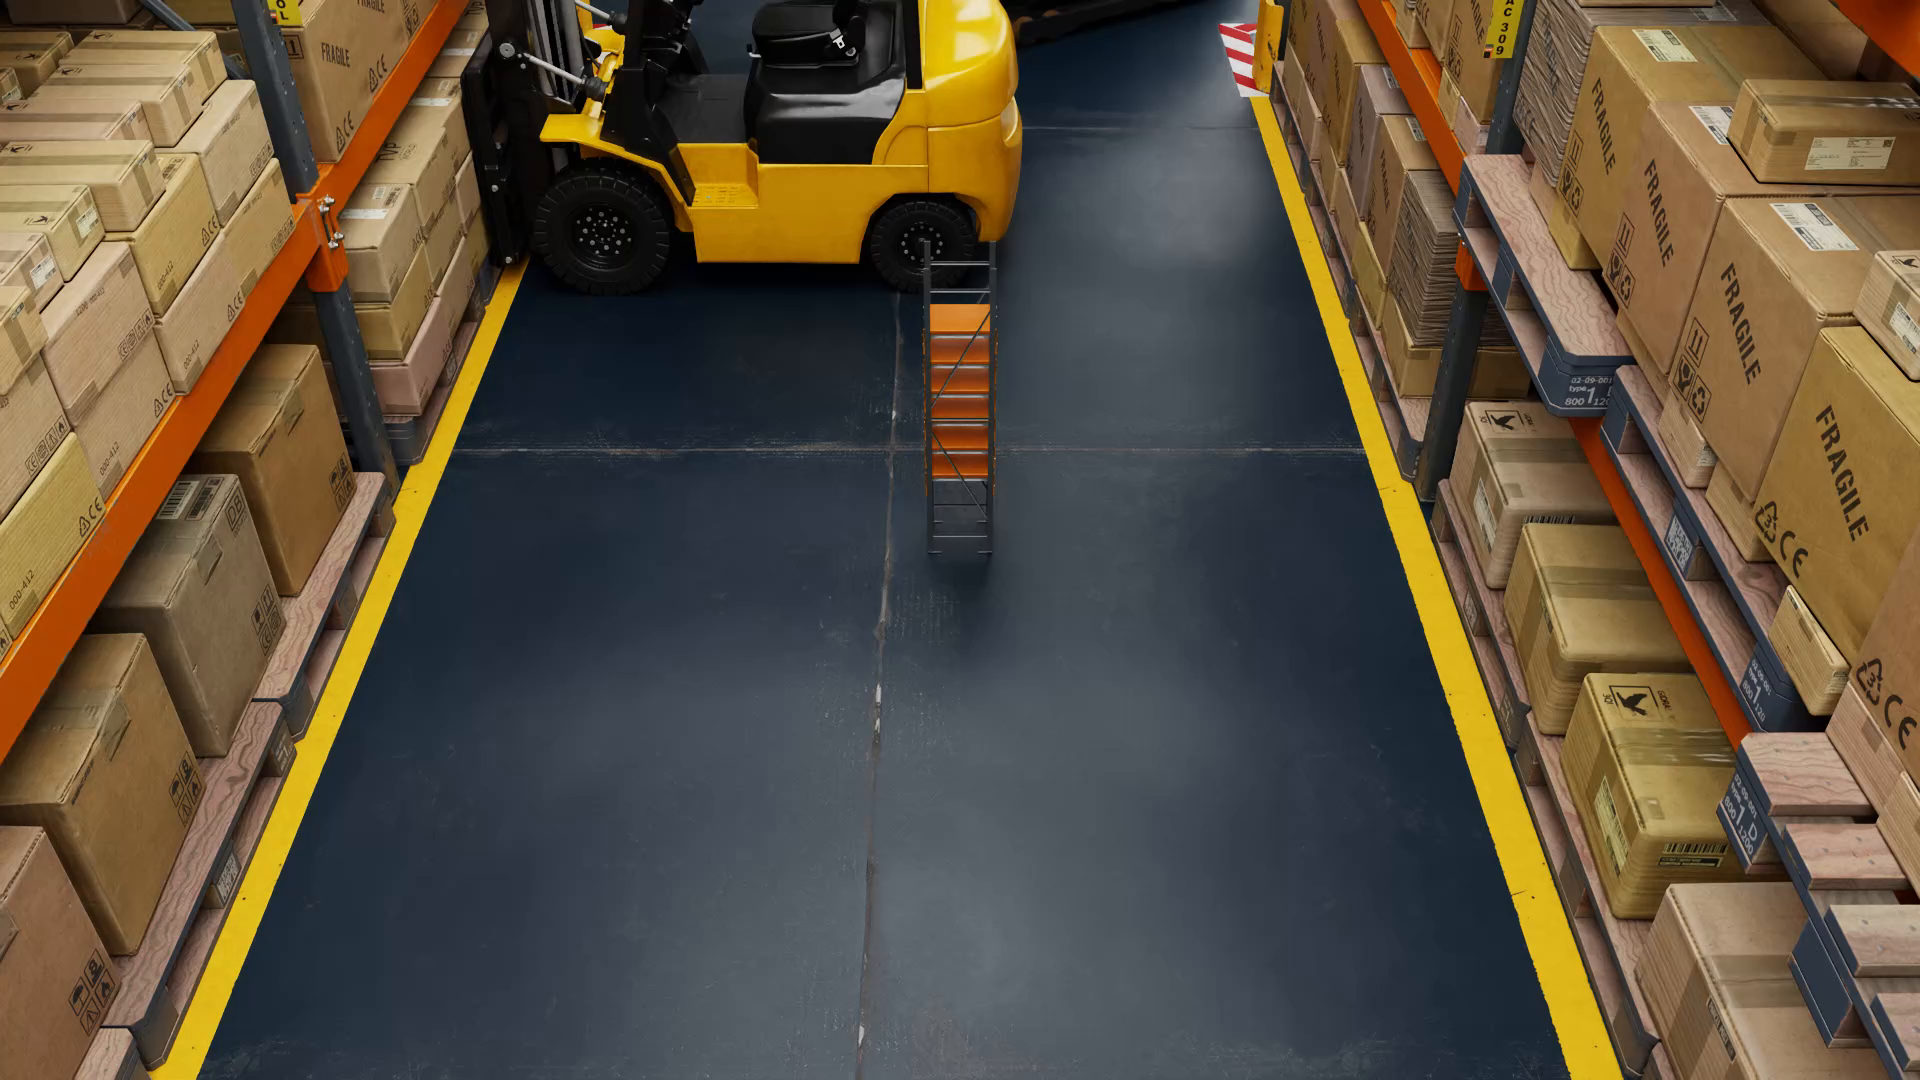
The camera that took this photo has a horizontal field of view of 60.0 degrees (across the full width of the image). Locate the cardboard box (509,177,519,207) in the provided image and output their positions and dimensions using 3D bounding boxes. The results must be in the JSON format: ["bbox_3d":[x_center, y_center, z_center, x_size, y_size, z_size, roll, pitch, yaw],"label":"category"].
[{"bbox_3d":[-2.369,-1.693,7.826,0.500,0.250,0.500,1,39,1],"label":"cardboard box"}]

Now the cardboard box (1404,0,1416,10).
[{"bbox_3d":[2.015,-2.427,6.563,0.500,0.500,0.500,1,39,1],"label":"cardboard box"}]

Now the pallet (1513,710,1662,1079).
[{"bbox_3d":[2.283,0.992,4.844,1.003,0.211,1.213,0,39,0],"label":"pallet"}]

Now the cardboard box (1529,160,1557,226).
[{"bbox_3d":[1.961,-1.068,5.050,0.380,0.149,0.250,0,39,1],"label":"cardboard box"}]

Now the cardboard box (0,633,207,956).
[{"bbox_3d":[-2.679,0.702,4.538,0.875,0.625,0.625,-2,39,-2],"label":"cardboard box"}]

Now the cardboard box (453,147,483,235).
[{"bbox_3d":[-2.370,-1.560,7.262,0.500,0.250,0.500,0,39,0],"label":"cardboard box"}]

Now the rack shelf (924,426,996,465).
[{"bbox_3d":[0.000,-0.349,5.989,0.258,0.103,0.180,0,39,0],"label":"rack shelf"}]

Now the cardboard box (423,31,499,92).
[{"bbox_3d":[-2.369,-2.085,7.517,0.500,0.250,0.500,-1,39,-1],"label":"cardboard box"}]

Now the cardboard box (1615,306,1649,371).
[{"bbox_3d":[1.988,-0.574,4.433,0.380,0.149,0.250,1,39,1],"label":"cardboard box"}]

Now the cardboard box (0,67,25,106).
[{"bbox_3d":[-2.953,-1.247,4.809,0.380,0.149,0.250,-1,39,-2],"label":"cardboard box"}]

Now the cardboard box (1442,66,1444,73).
[{"bbox_3d":[2.042,-1.770,6.261,0.380,0.149,0.250,0,39,0],"label":"cardboard box"}]

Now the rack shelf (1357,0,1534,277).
[{"bbox_3d":[2.274,-2.318,7.320,1.077,0.370,4.000,0,39,0],"label":"rack shelf"}]

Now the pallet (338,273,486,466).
[{"bbox_3d":[-2.646,-0.752,7.019,1.003,0.211,1.213,0,39,0],"label":"pallet"}]

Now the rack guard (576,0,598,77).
[{"bbox_3d":[-2.692,-2.883,9.448,1.175,0.500,0.348,0,39,0],"label":"rack guard"}]

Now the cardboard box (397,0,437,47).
[{"bbox_3d":[-2.445,-2.301,6.643,0.500,0.500,0.500,0,39,0],"label":"cardboard box"}]

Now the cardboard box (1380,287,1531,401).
[{"bbox_3d":[2.007,-0.809,6.724,0.500,0.250,0.500,2,39,2],"label":"cardboard box"}]

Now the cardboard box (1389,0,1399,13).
[{"bbox_3d":[1.997,-2.246,6.855,0.380,0.149,0.250,-1,39,-1],"label":"cardboard box"}]

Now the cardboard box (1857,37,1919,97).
[{"bbox_3d":[2.517,-1.201,4.178,0.380,0.149,0.250,-1,39,-1],"label":"cardboard box"}]

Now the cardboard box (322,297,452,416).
[{"bbox_3d":[-2.356,-0.736,6.633,0.500,0.250,0.500,0,39,0],"label":"cardboard box"}]

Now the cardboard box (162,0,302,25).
[{"bbox_3d":[-2.424,-1.834,5.541,0.380,0.149,0.250,-1,39,-1],"label":"cardboard box"}]

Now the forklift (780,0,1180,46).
[{"bbox_3d":[0.379,-4.472,9.487,3.031,2.935,1.130,-21,43,-24],"label":"forklift"}]

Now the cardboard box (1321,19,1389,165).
[{"bbox_3d":[1.994,-2.073,7.702,0.500,0.500,0.500,1,39,1],"label":"cardboard box"}]

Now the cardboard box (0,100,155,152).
[{"bbox_3d":[-2.499,-1.107,4.634,0.380,0.149,0.250,0,39,0],"label":"cardboard box"}]

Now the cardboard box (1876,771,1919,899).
[{"bbox_3d":[1.928,0.557,3.021,0.380,0.149,0.250,0,39,0],"label":"cardboard box"}]

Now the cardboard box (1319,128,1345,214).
[{"bbox_3d":[2.003,-1.776,7.930,0.500,0.250,0.500,2,39,3],"label":"cardboard box"}]

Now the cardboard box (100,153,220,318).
[{"bbox_3d":[-2.423,-0.850,4.633,0.500,0.250,0.500,-1,39,-1],"label":"cardboard box"}]

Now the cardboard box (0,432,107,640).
[{"bbox_3d":[-2.441,-0.021,3.998,0.500,0.250,0.500,1,39,1],"label":"cardboard box"}]

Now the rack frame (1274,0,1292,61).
[{"bbox_3d":[2.272,-3.850,8.655,1.000,3.000,0.127,0,39,0],"label":"rack frame"}]

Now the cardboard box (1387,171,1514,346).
[{"bbox_3d":[2.008,-1.102,6.489,0.500,0.500,0.500,-1,39,-1],"label":"cardboard box"}]

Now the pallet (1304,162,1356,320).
[{"bbox_3d":[2.236,-1.445,7.884,1.003,0.211,1.213,0,39,0],"label":"pallet"}]

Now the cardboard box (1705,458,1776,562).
[{"bbox_3d":[1.965,-0.087,3.824,0.380,0.149,0.250,-1,39,-1],"label":"cardboard box"}]

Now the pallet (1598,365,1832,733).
[{"bbox_3d":[2.238,-0.010,4.017,1.003,0.211,1.213,0,39,0],"label":"pallet"}]

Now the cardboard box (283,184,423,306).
[{"bbox_3d":[-2.374,-1.126,6.320,0.500,0.250,0.500,-1,39,-1],"label":"cardboard box"}]

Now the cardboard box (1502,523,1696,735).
[{"bbox_3d":[2.284,0.291,5.254,0.950,0.372,0.625,2,39,3],"label":"cardboard box"}]

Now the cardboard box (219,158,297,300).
[{"bbox_3d":[-2.425,-0.969,5.180,0.500,0.250,0.500,1,39,1],"label":"cardboard box"}]

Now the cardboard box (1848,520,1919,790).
[{"bbox_3d":[1.991,0.227,2.915,0.500,0.500,0.500,-1,39,-1],"label":"cardboard box"}]

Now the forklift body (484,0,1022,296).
[{"bbox_3d":[-0.865,-2.328,7.435,2.313,2.155,1.214,0,39,0],"label":"forklift body"}]

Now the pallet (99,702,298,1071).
[{"bbox_3d":[-2.643,0.971,4.869,1.003,0.211,1.213,0,39,0],"label":"pallet"}]

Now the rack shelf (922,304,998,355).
[{"bbox_3d":[0.000,-0.724,5.689,0.258,0.103,0.180,0,39,0],"label":"rack shelf"}]

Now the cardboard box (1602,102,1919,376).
[{"bbox_3d":[1.978,-0.752,4.135,0.500,0.500,0.500,0,39,0],"label":"cardboard box"}]

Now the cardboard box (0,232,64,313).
[{"bbox_3d":[-2.434,-0.622,4.029,0.380,0.149,0.250,0,39,0],"label":"cardboard box"}]

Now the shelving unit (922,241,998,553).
[{"bbox_3d":[0.000,-0.477,5.886,0.258,1.200,0.189,0,39,0],"label":"shelving unit"}]

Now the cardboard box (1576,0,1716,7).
[{"bbox_3d":[1.924,-1.626,4.708,0.380,0.149,0.250,0,39,0],"label":"cardboard box"}]
